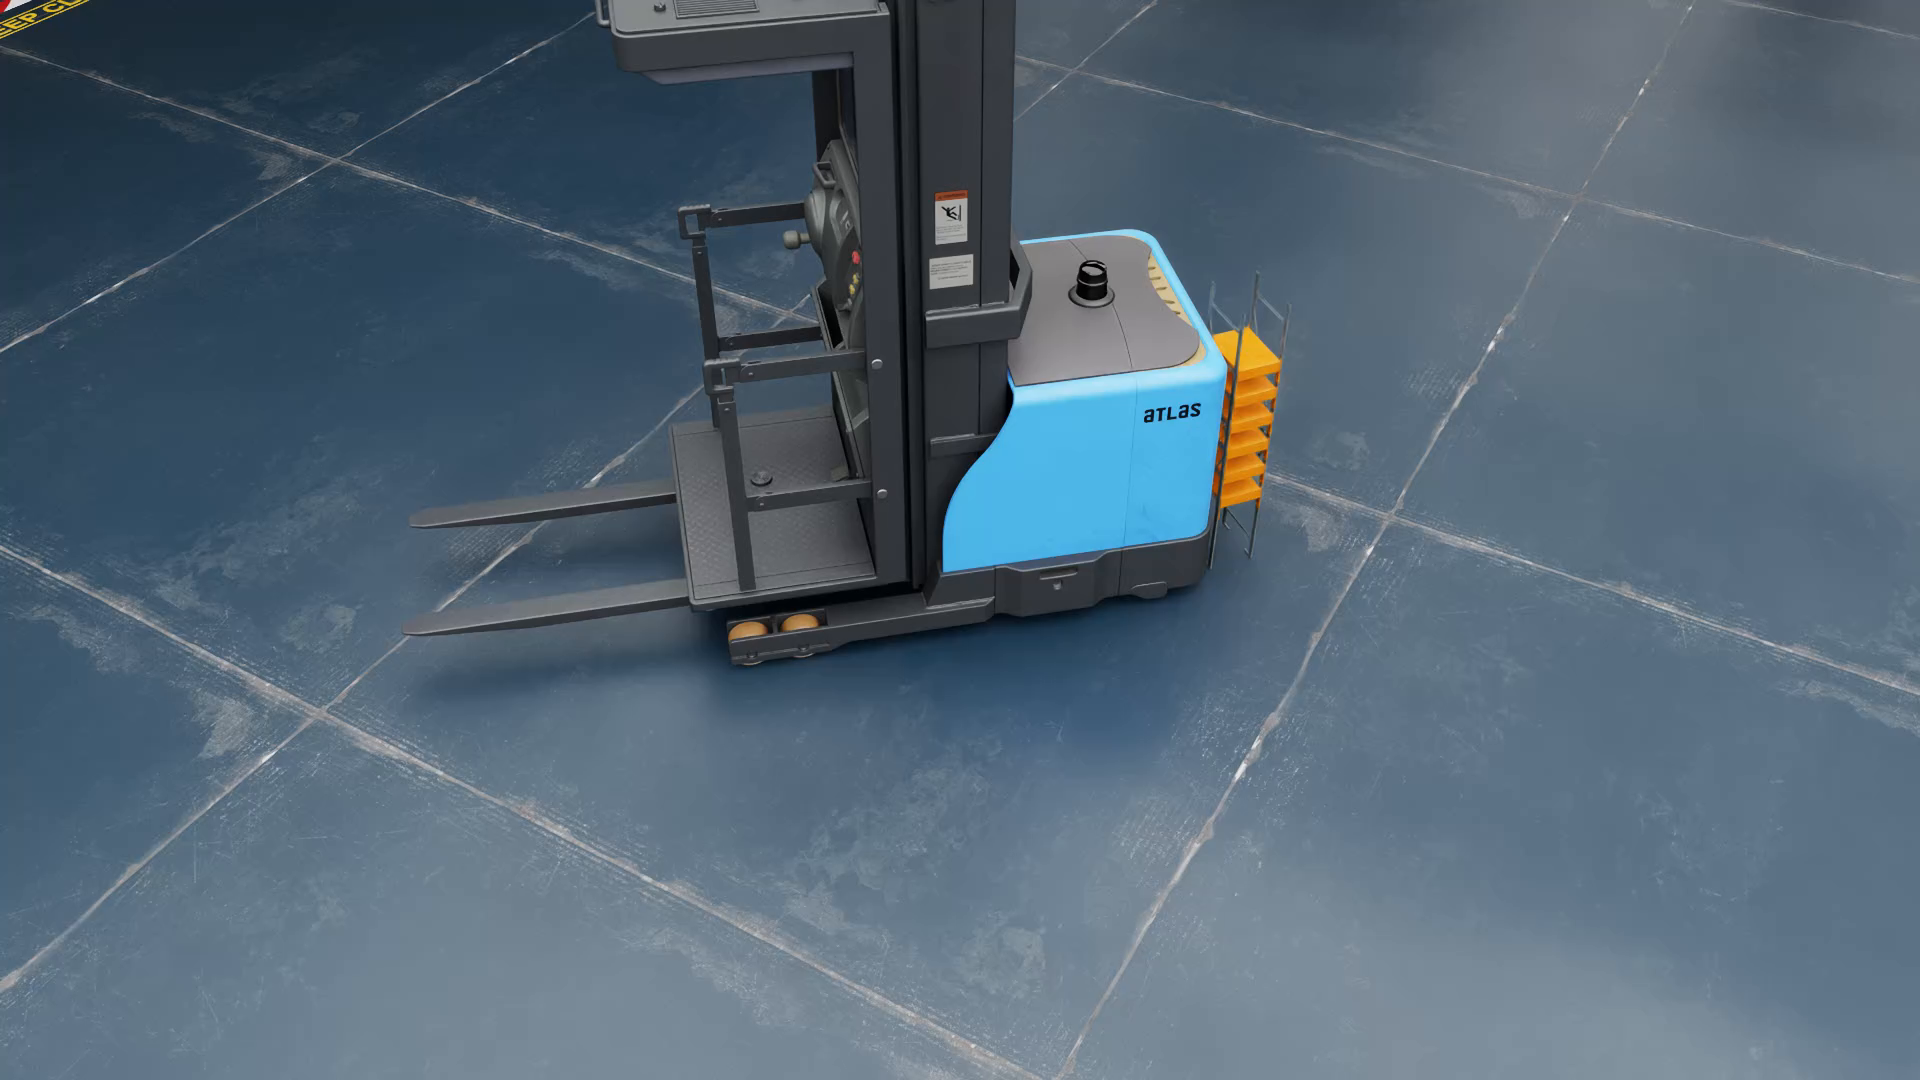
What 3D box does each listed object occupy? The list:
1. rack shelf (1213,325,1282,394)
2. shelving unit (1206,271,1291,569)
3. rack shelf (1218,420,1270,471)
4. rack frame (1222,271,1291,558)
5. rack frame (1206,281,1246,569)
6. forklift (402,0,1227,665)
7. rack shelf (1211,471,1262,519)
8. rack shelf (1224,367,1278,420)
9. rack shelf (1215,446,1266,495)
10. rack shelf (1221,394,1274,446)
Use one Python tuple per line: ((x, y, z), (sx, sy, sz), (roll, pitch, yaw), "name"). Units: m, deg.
((1.039, -0.667, 6.122), (0.180, 0.103, 0.258), (-15, 43, -16), "rack shelf")
((1.039, -0.430, 6.330), (0.189, 1.200, 0.258), (-15, 43, -16), "shelving unit")
((1.039, -0.397, 6.360), (0.180, 0.103, 0.258), (-15, 43, -16), "rack shelf")
((1.124, -0.452, 6.356), (0.006, 1.200, 0.240), (-15, 43, -16), "rack frame")
((0.954, -0.408, 6.305), (0.006, 1.200, 0.240), (-15, 43, -16), "rack frame")
((-0.610, -1.015, 5.685), (3.031, 2.935, 1.130), (-8, 42, -9), "forklift")
((1.039, -0.217, 6.518), (0.180, 0.103, 0.258), (-15, 43, -16), "rack shelf")
((1.039, -0.577, 6.201), (0.180, 0.103, 0.258), (-15, 43, -16), "rack shelf")
((1.039, -0.307, 6.439), (0.180, 0.103, 0.258), (-15, 43, -16), "rack shelf")
((1.039, -0.487, 6.281), (0.180, 0.103, 0.258), (-15, 43, -16), "rack shelf")
